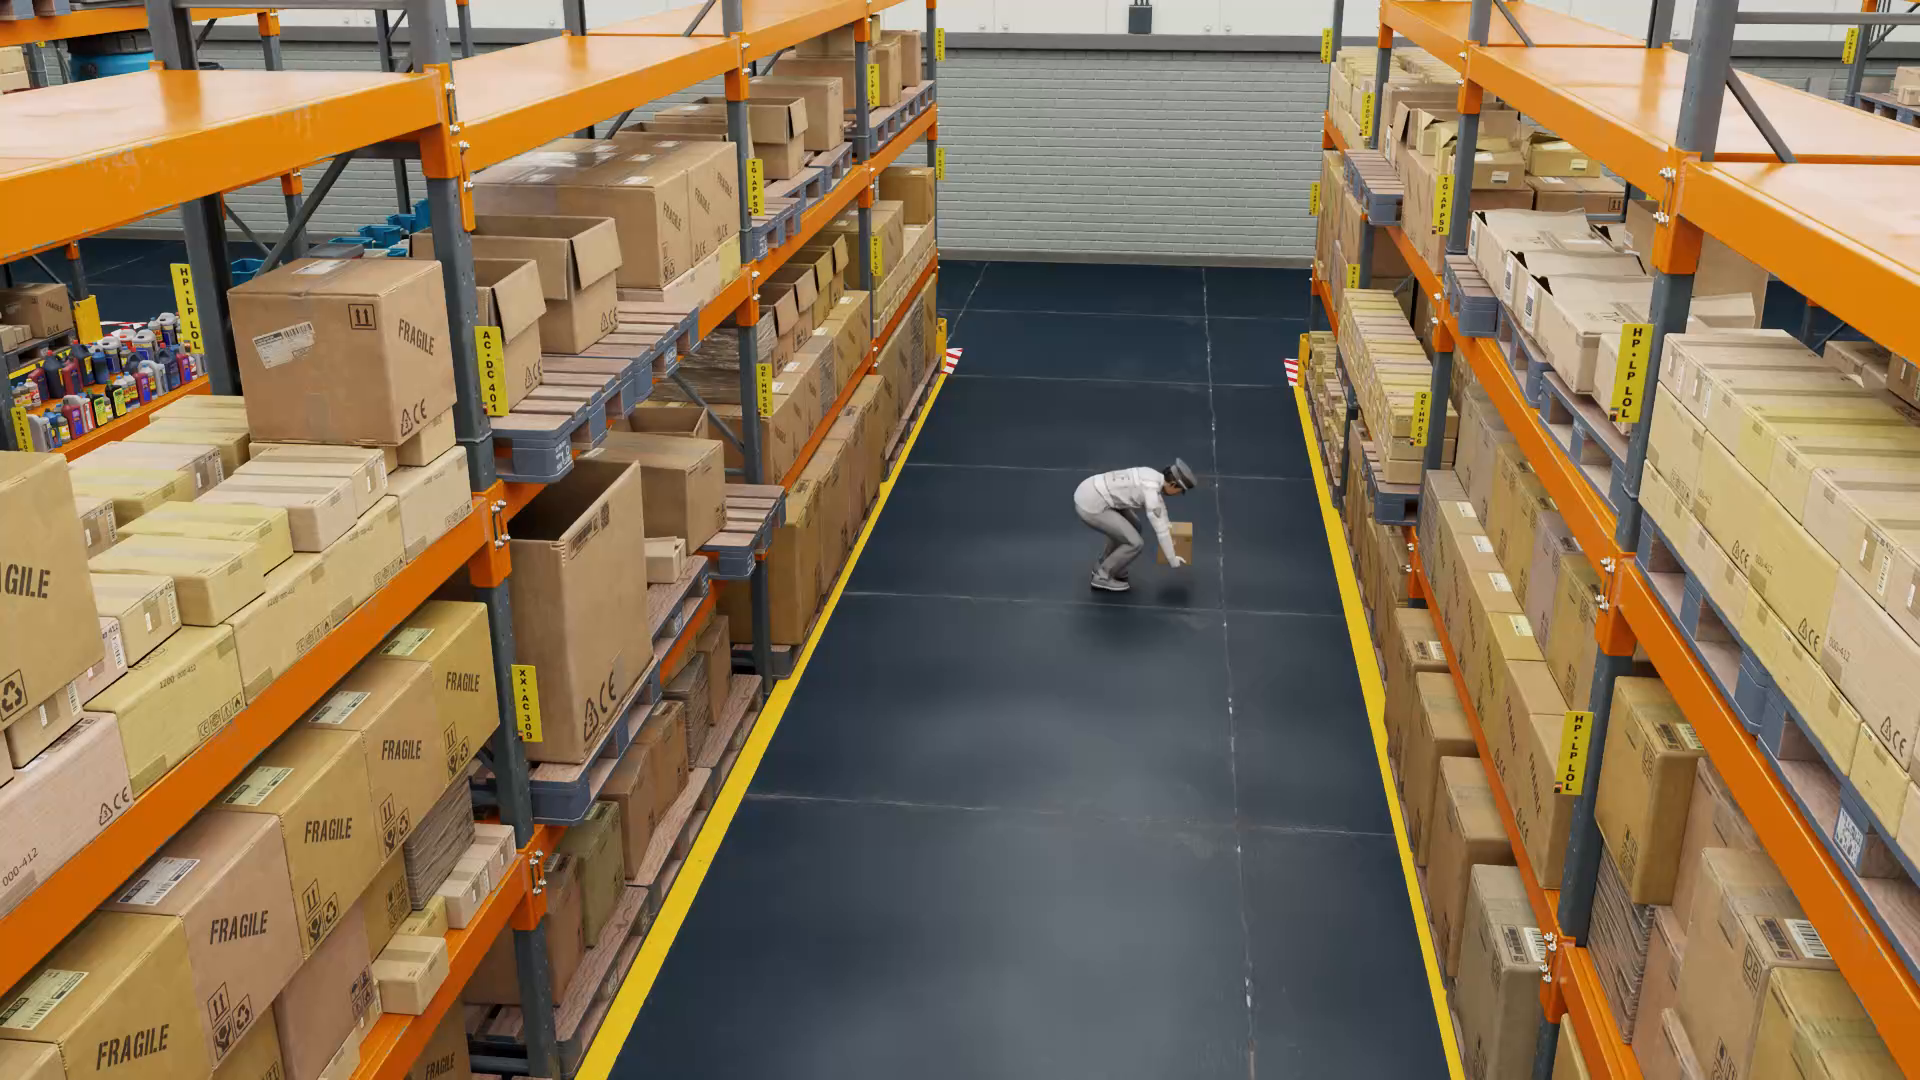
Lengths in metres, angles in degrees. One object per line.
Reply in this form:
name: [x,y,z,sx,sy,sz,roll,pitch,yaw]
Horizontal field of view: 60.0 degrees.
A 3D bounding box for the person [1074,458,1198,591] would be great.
person: [1.300,-0.132,12.365,0.911,0.983,0.468,2,21,4]
